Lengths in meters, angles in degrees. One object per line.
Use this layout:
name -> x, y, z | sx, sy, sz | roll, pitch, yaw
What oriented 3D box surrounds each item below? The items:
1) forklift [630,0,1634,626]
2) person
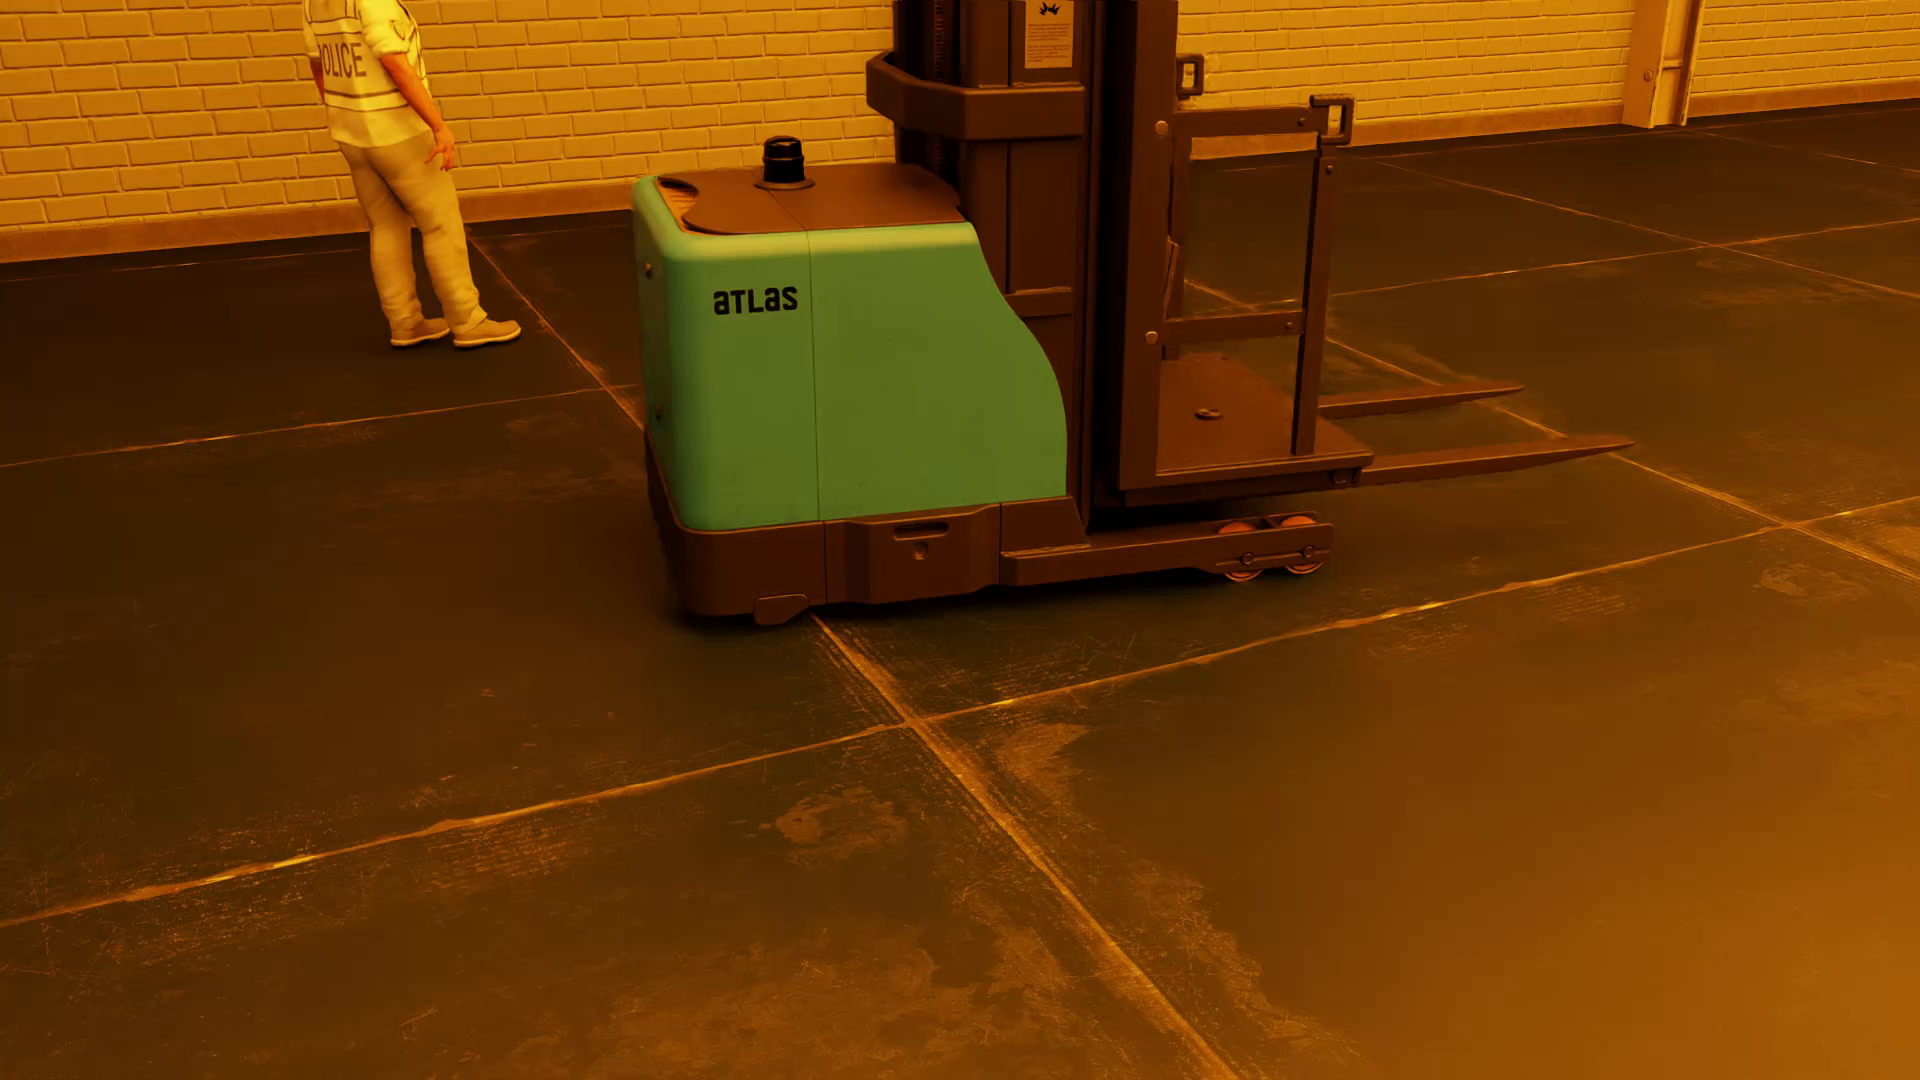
forklift -> 0.591, -1.423, 4.712 | 3.031, 2.935, 1.130 | -6, 23, -14
person -> -21259.665, -17366.056, 41805.480 | 85394.158, 2.666, 52058.731 | 14, 26, 31
